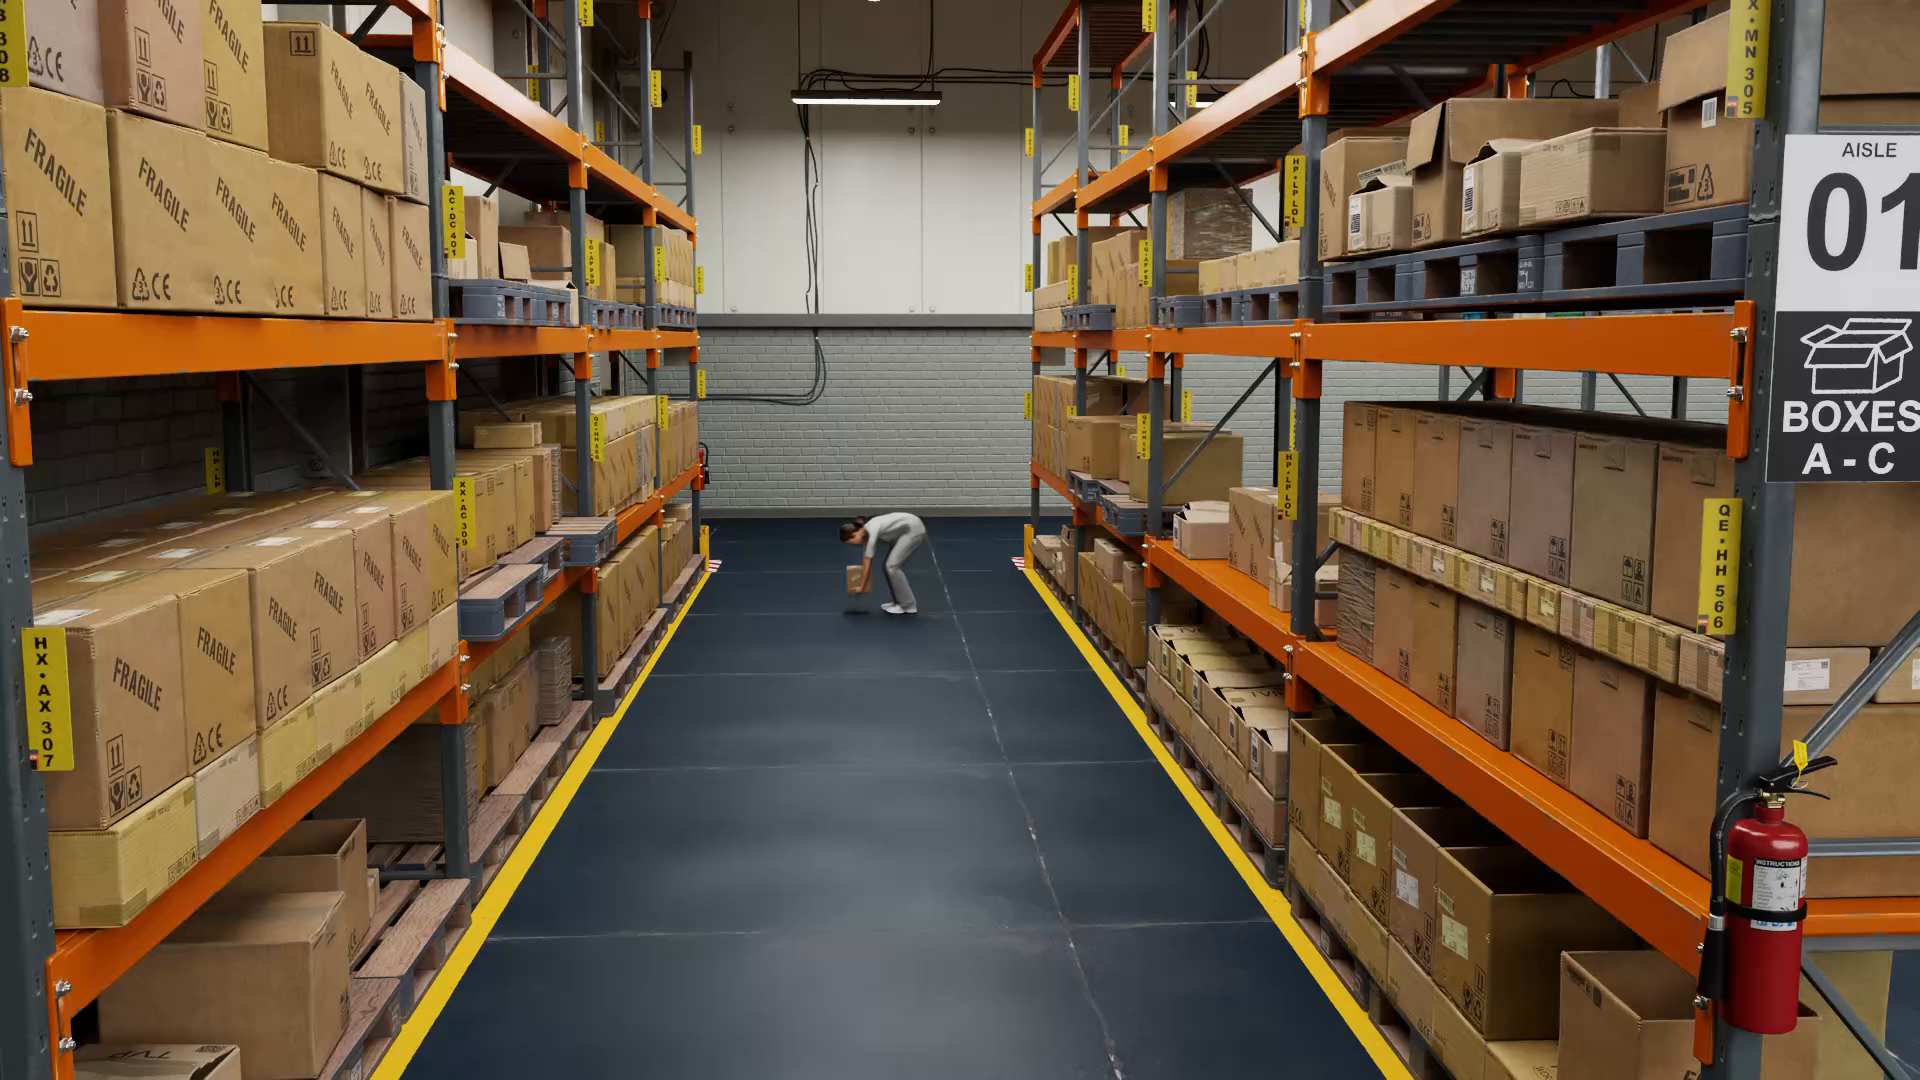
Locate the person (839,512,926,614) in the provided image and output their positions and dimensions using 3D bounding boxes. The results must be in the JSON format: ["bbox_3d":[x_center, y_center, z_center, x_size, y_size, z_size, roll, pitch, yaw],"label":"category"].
[{"bbox_3d":[-0.776,0.229,16.676,0.865,0.998,0.439,-1,7,-6],"label":"person"}]
